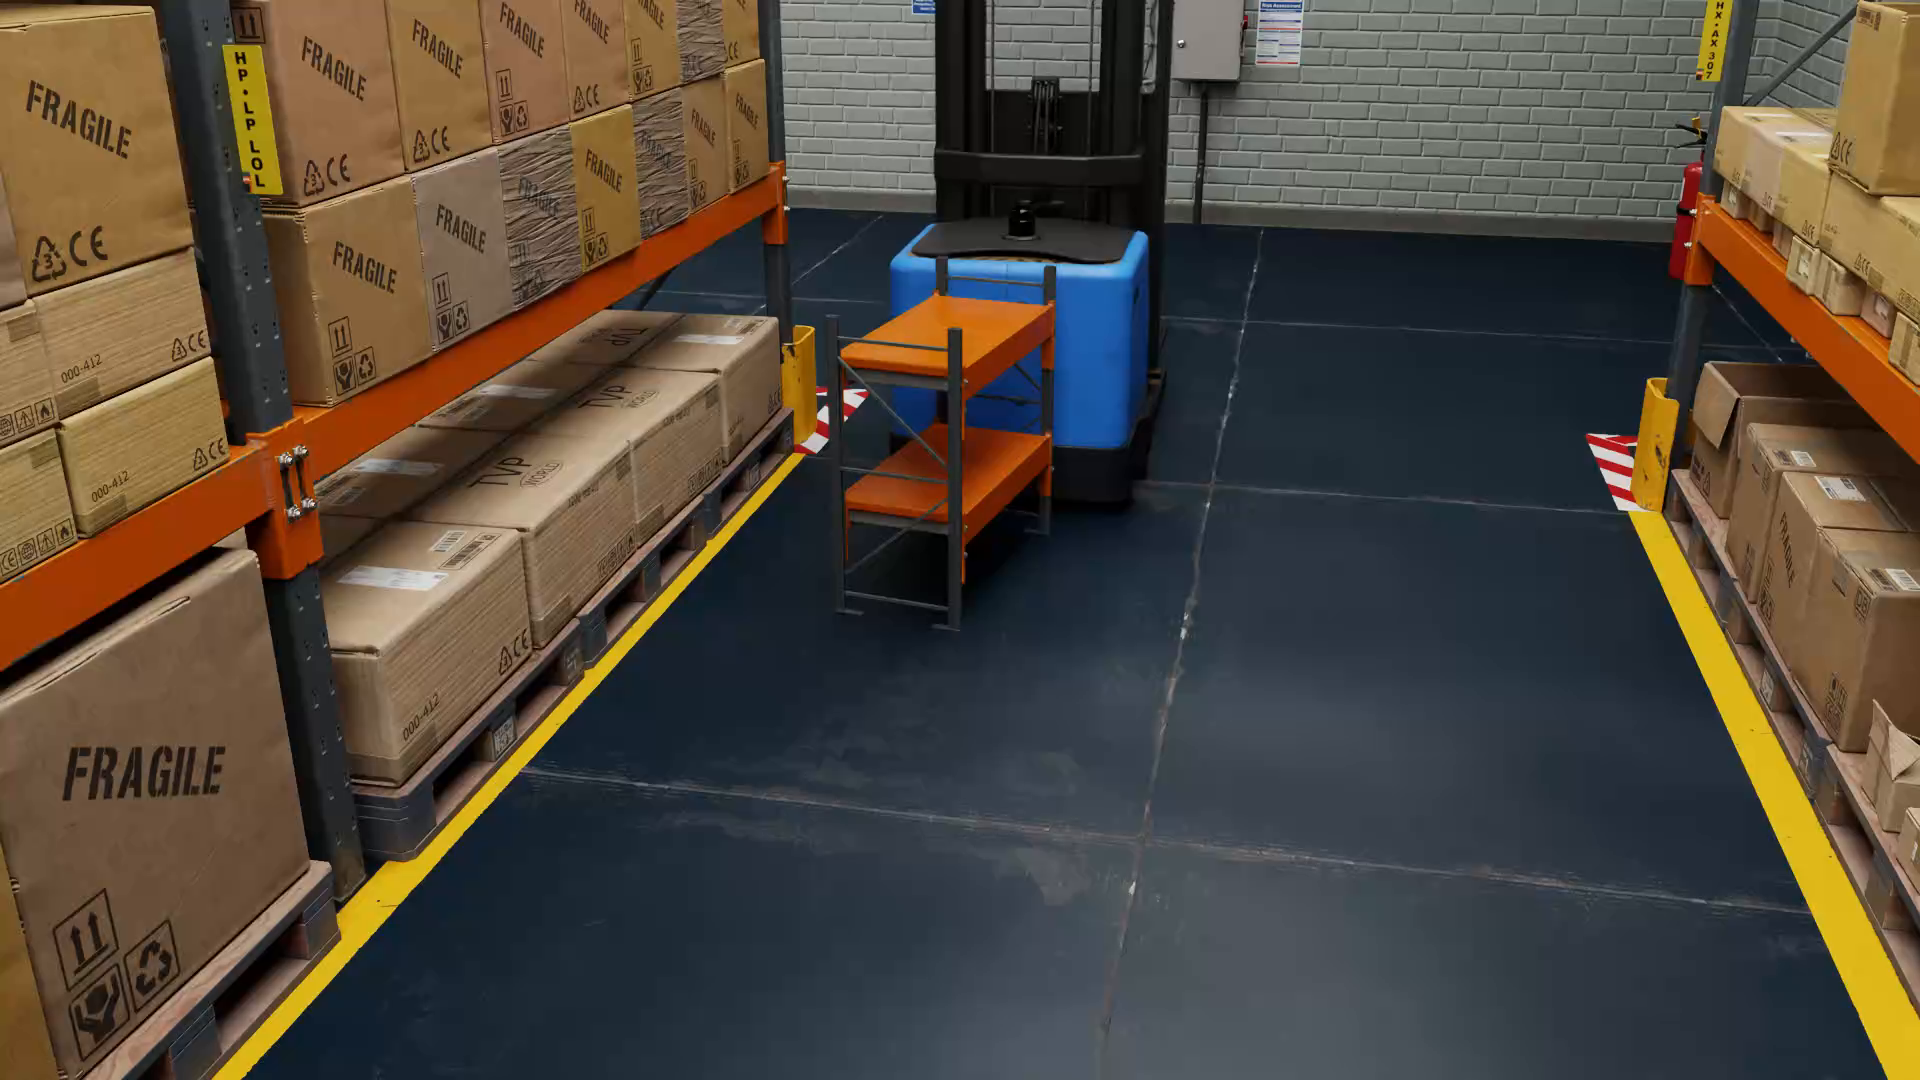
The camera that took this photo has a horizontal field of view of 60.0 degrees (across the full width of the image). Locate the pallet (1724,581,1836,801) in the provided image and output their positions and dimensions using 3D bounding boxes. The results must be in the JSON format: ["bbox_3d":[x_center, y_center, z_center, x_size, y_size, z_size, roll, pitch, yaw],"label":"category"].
[{"bbox_3d":[3.127,0.495,5.342,1.003,0.211,1.213,4,22,11],"label":"pallet"}]

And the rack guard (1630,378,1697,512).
[{"bbox_3d":[3.540,-0.375,7.117,1.175,0.500,0.348,4,22,11],"label":"rack guard"}]

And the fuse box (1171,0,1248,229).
[{"bbox_3d":[1.850,-3.193,12.490,0.539,1.711,0.414,4,22,11],"label":"fuse box"}]

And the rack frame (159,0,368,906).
[{"bbox_3d":[-2.121,-0.477,4.022,1.000,3.000,0.127,4,22,11],"label":"rack frame"}]

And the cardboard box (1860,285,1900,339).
[{"bbox_3d":[2.889,-0.682,4.868,0.380,0.149,0.250,4,22,11],"label":"cardboard box"}]

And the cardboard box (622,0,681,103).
[{"bbox_3d":[-1.352,-1.881,6.038,0.500,0.500,0.500,4,22,11],"label":"cardboard box"}]

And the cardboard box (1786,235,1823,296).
[{"bbox_3d":[2.908,-0.880,5.359,0.380,0.149,0.250,4,22,9],"label":"cardboard box"}]

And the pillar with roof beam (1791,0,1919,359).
[{"bbox_3d":[0.773,-5.591,8.691,9.100,9.000,0.400,4,22,11],"label":"pillar with roof beam"}]

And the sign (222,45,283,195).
[{"bbox_3d":[-1.588,-0.939,3.727,0.100,0.325,0.005,4,22,11],"label":"sign"}]

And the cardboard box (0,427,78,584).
[{"bbox_3d":[-2.071,-0.038,3.133,0.500,0.250,0.500,4,22,10],"label":"cardboard box"}]

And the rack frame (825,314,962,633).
[{"bbox_3d":[-0.230,-0.225,5.908,0.500,1.125,0.032,8,23,20],"label":"rack frame"}]

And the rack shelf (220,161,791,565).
[{"bbox_3d":[-1.713,-0.875,5.973,1.077,0.370,4.000,4,22,11],"label":"rack shelf"}]

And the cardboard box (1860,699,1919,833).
[{"bbox_3d":[2.638,0.617,4.404,0.396,0.266,0.258,5,23,13],"label":"cardboard box"}]

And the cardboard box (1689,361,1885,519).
[{"bbox_3d":[3.338,-0.383,6.569,0.797,0.503,0.637,4,22,9],"label":"cardboard box"}]

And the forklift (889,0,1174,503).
[{"bbox_3d":[0.474,-2.036,7.985,1.130,2.935,3.031,4,22,10],"label":"forklift"}]

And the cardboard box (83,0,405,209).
[{"bbox_3d":[-1.787,-1.143,4.204,0.500,0.500,0.500,5,22,11],"label":"cardboard box"}]

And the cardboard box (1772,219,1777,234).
[{"bbox_3d":[3.193,-1.152,6.034,0.380,0.149,0.250,4,22,10],"label":"cardboard box"}]

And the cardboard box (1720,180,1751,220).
[{"bbox_3d":[3.220,-1.347,6.519,0.380,0.149,0.250,4,22,11],"label":"cardboard box"}]

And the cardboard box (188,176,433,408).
[{"bbox_3d":[-1.769,-0.675,4.380,0.500,0.500,0.500,5,23,13],"label":"cardboard box"}]

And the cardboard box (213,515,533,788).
[{"bbox_3d":[-1.888,0.295,4.972,0.875,0.438,0.875,4,22,10],"label":"cardboard box"}]

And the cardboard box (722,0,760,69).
[{"bbox_3d":[-1.170,-2.255,6.966,0.500,0.500,0.500,5,23,13],"label":"cardboard box"}]

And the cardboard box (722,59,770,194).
[{"bbox_3d":[-1.144,-1.790,7.148,0.500,0.500,0.500,5,22,11],"label":"cardboard box"}]

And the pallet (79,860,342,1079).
[{"bbox_3d":[-2.205,1.105,3.828,1.003,0.211,1.213,4,22,11],"label":"pallet"}]

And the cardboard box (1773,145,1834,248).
[{"bbox_3d":[2.996,-1.116,5.411,0.500,0.250,0.500,4,22,10],"label":"cardboard box"}]

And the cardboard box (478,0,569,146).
[{"bbox_3d":[-1.562,-1.513,5.124,0.500,0.500,0.500,5,22,12],"label":"cardboard box"}]

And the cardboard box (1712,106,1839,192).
[{"bbox_3d":[3.199,-1.486,6.330,0.500,0.250,0.500,5,22,11],"label":"cardboard box"}]

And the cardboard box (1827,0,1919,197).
[{"bbox_3d":[2.893,-1.285,4.828,0.500,0.500,0.500,5,22,12],"label":"cardboard box"}]

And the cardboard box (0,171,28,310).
[{"bbox_3d":[-2.065,-0.615,2.892,0.500,0.500,0.500,5,22,12],"label":"cardboard box"}]

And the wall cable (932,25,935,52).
[{"bbox_3d":[-0.177,-4.490,12.584,0.585,1.953,0.123,4,22,11],"label":"wall cable"}]

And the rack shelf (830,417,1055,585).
[{"bbox_3d":[-0.045,-0.176,6.438,0.538,0.278,1.000,8,23,20],"label":"rack shelf"}]

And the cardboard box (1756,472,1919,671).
[{"bbox_3d":[2.919,0.114,5.340,0.500,0.500,0.500,5,22,12],"label":"cardboard box"}]

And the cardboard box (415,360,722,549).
[{"bbox_3d":[-1.520,-0.362,6.604,0.875,0.438,0.875,5,22,12],"label":"cardboard box"}]

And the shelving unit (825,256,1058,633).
[{"bbox_3d":[-0.045,-0.402,6.347,0.538,1.125,1.048,8,23,20],"label":"shelving unit"}]

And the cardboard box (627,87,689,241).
[{"bbox_3d":[-1.357,-1.418,6.226,0.500,0.500,0.500,5,22,12],"label":"cardboard box"}]

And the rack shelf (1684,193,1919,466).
[{"bbox_3d":[3.147,-0.498,5.037,1.077,0.370,4.000,4,22,11],"label":"rack shelf"}]

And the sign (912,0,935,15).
[{"bbox_3d":[-0.212,-4.155,12.794,0.327,0.218,0.001,4,22,11],"label":"sign"}]

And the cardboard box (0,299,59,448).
[{"bbox_3d":[-2.068,-0.276,3.055,0.500,0.250,0.500,5,22,12],"label":"cardboard box"}]

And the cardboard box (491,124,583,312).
[{"bbox_3d":[-1.554,-1.040,5.287,0.500,0.500,0.500,5,22,11],"label":"cardboard box"}]

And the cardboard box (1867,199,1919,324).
[{"bbox_3d":[2.807,-0.739,4.475,0.500,0.250,0.500,4,22,11],"label":"cardboard box"}]

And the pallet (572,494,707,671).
[{"bbox_3d":[-1.642,0.097,6.330,1.003,0.211,1.213,4,22,11],"label":"pallet"}]
